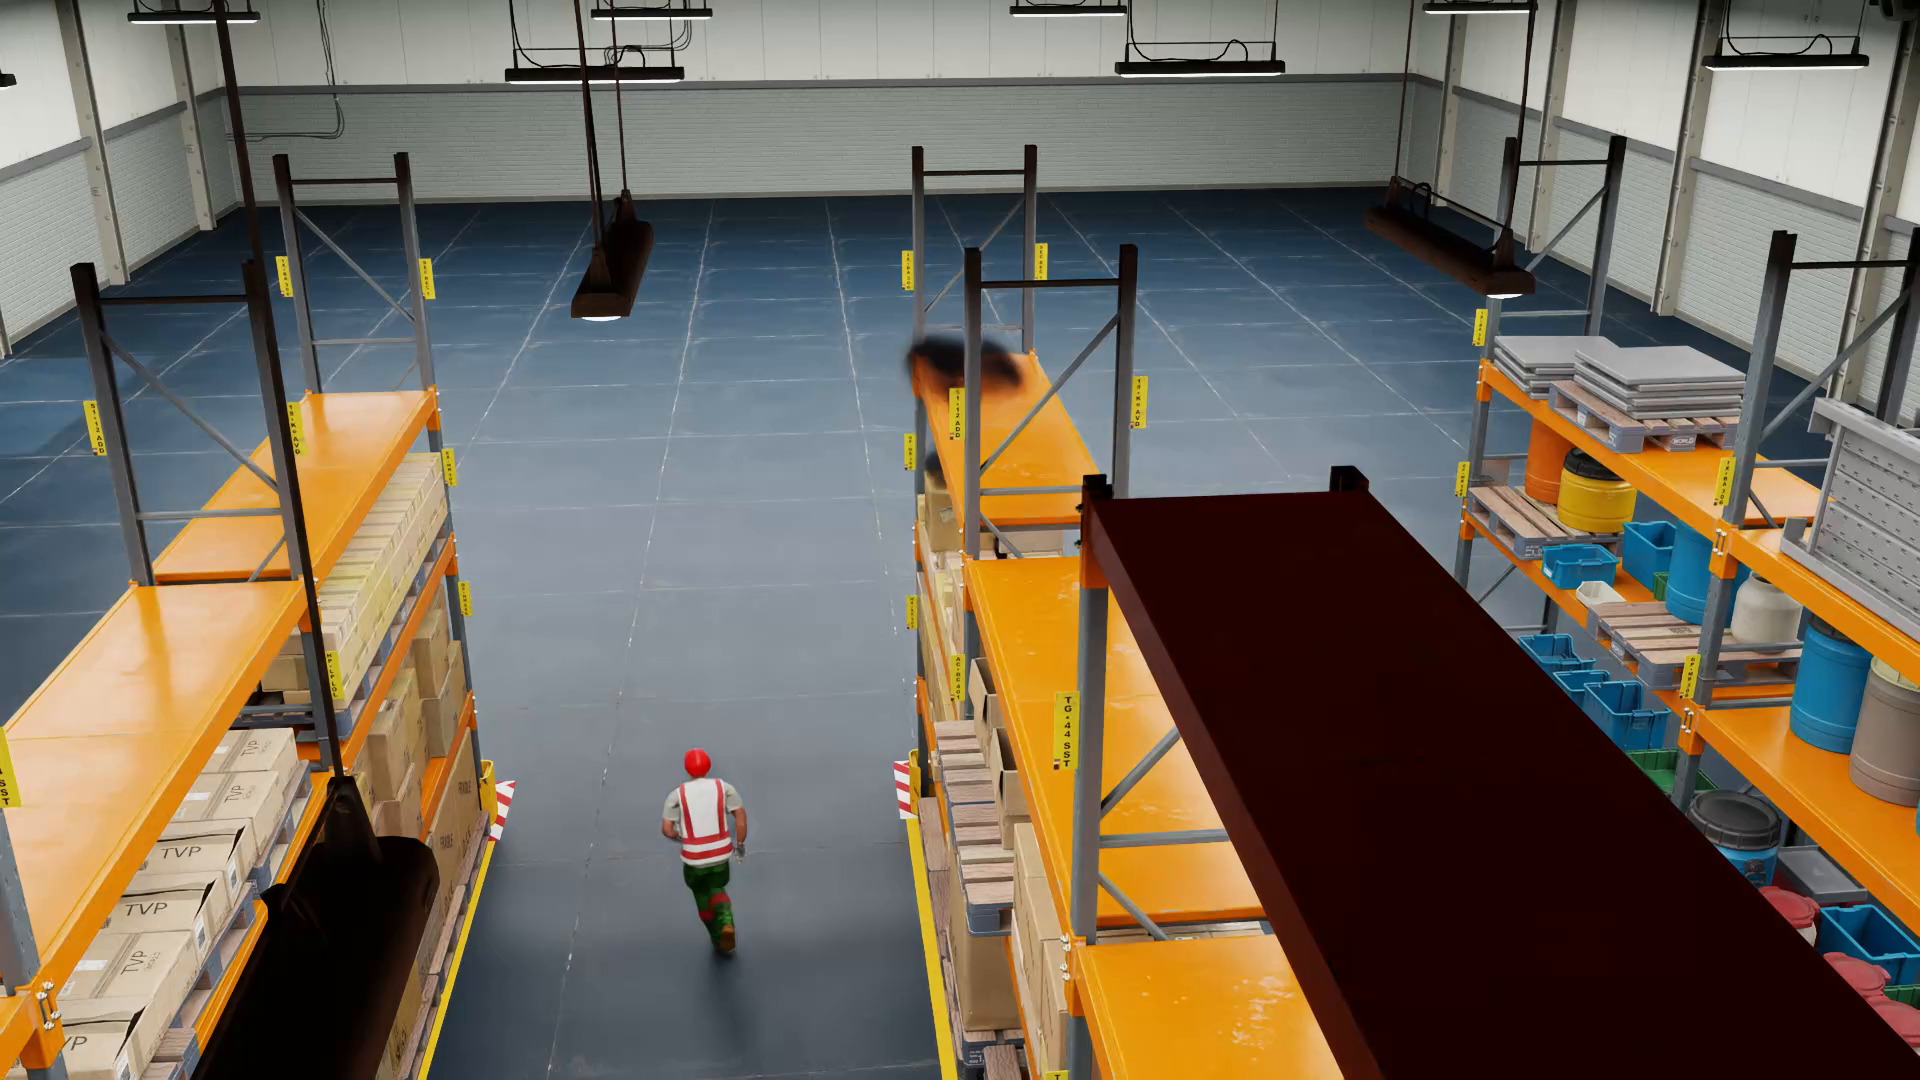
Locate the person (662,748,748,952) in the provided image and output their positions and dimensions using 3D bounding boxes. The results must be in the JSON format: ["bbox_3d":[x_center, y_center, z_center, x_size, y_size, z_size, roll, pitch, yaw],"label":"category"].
[{"bbox_3d":[-1.980,2.498,13.025,0.644,1.719,0.737,-9,23,-22],"label":"person"}]
